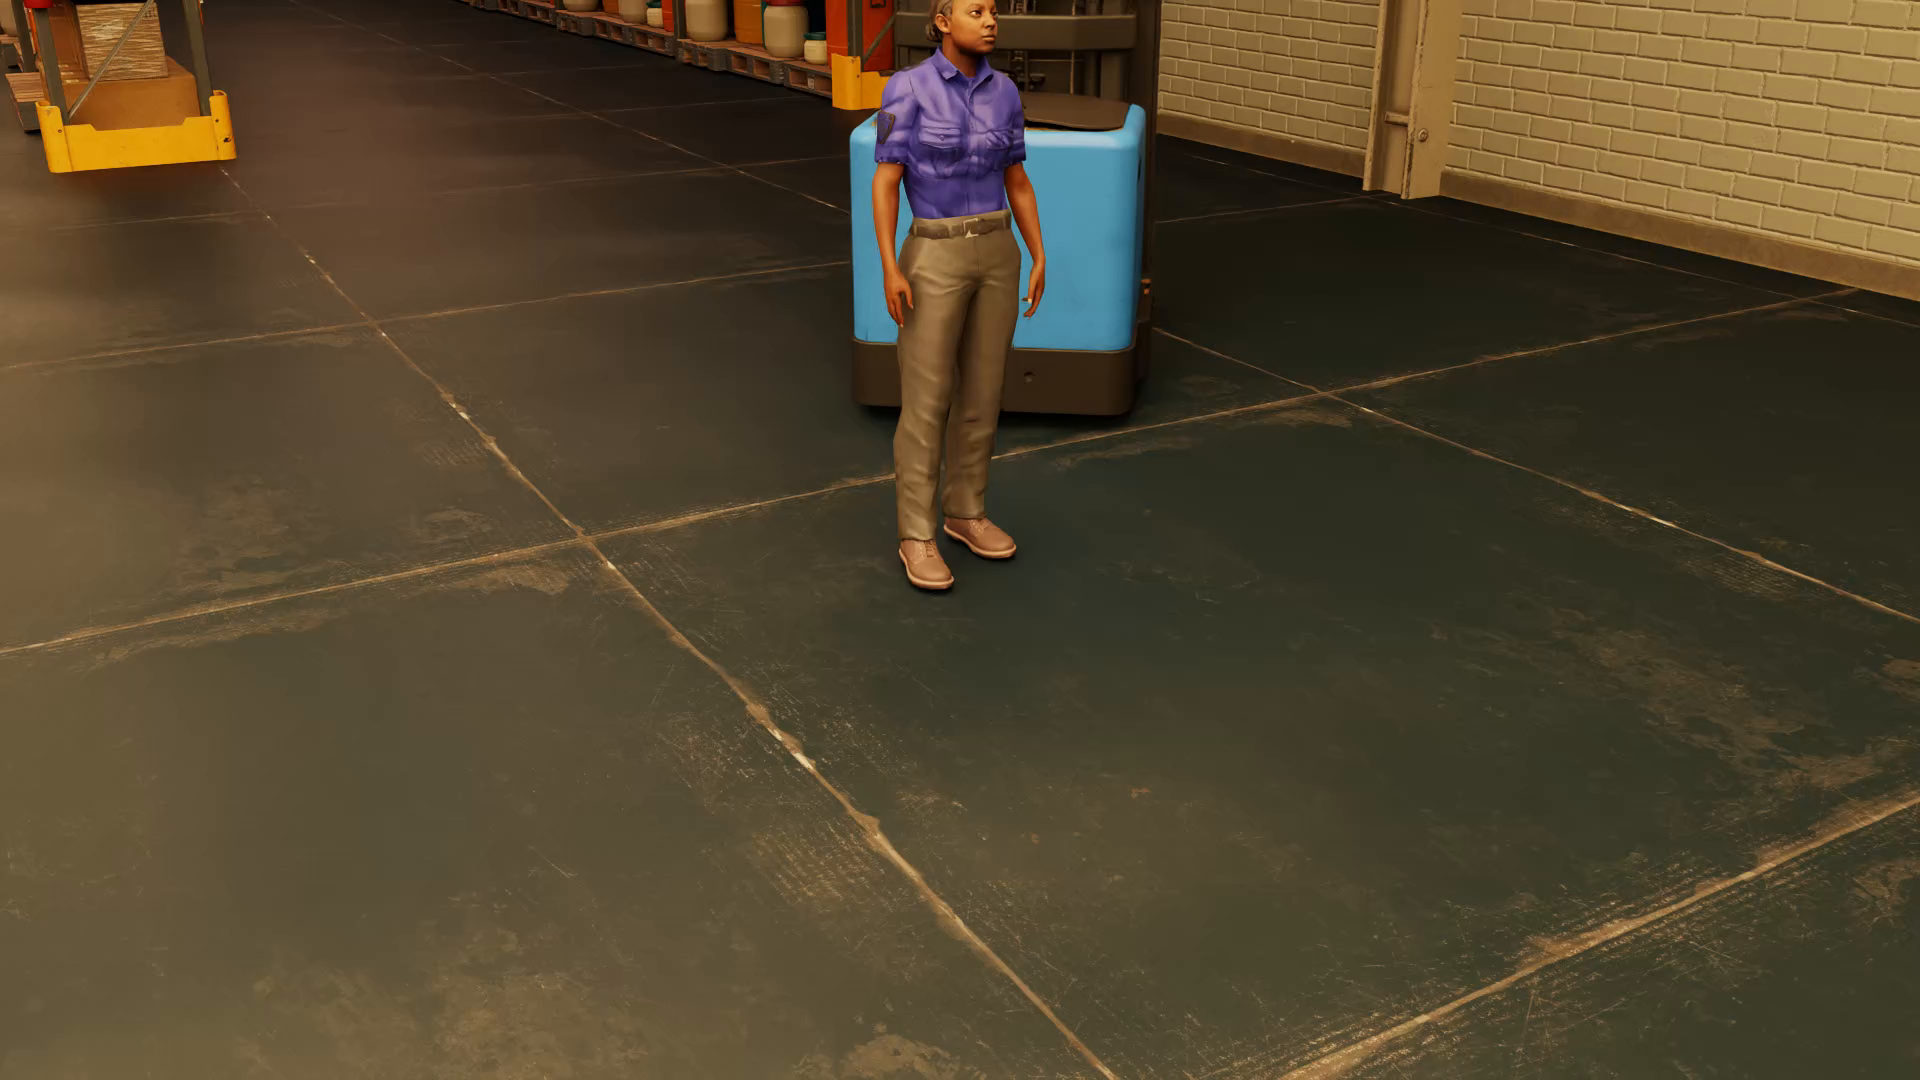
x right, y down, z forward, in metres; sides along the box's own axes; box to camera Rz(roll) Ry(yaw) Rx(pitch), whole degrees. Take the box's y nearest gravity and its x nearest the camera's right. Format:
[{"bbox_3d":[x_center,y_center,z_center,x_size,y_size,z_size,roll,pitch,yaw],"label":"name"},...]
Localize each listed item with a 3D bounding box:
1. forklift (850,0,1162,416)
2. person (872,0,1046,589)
[{"bbox_3d":[0.308,-2.332,6.957,1.130,2.935,3.031,3,22,7],"label":"forklift"},{"bbox_3d":[0.027,-0.739,4.738,0.570,1.657,0.502,-12,25,-28],"label":"person"}]
